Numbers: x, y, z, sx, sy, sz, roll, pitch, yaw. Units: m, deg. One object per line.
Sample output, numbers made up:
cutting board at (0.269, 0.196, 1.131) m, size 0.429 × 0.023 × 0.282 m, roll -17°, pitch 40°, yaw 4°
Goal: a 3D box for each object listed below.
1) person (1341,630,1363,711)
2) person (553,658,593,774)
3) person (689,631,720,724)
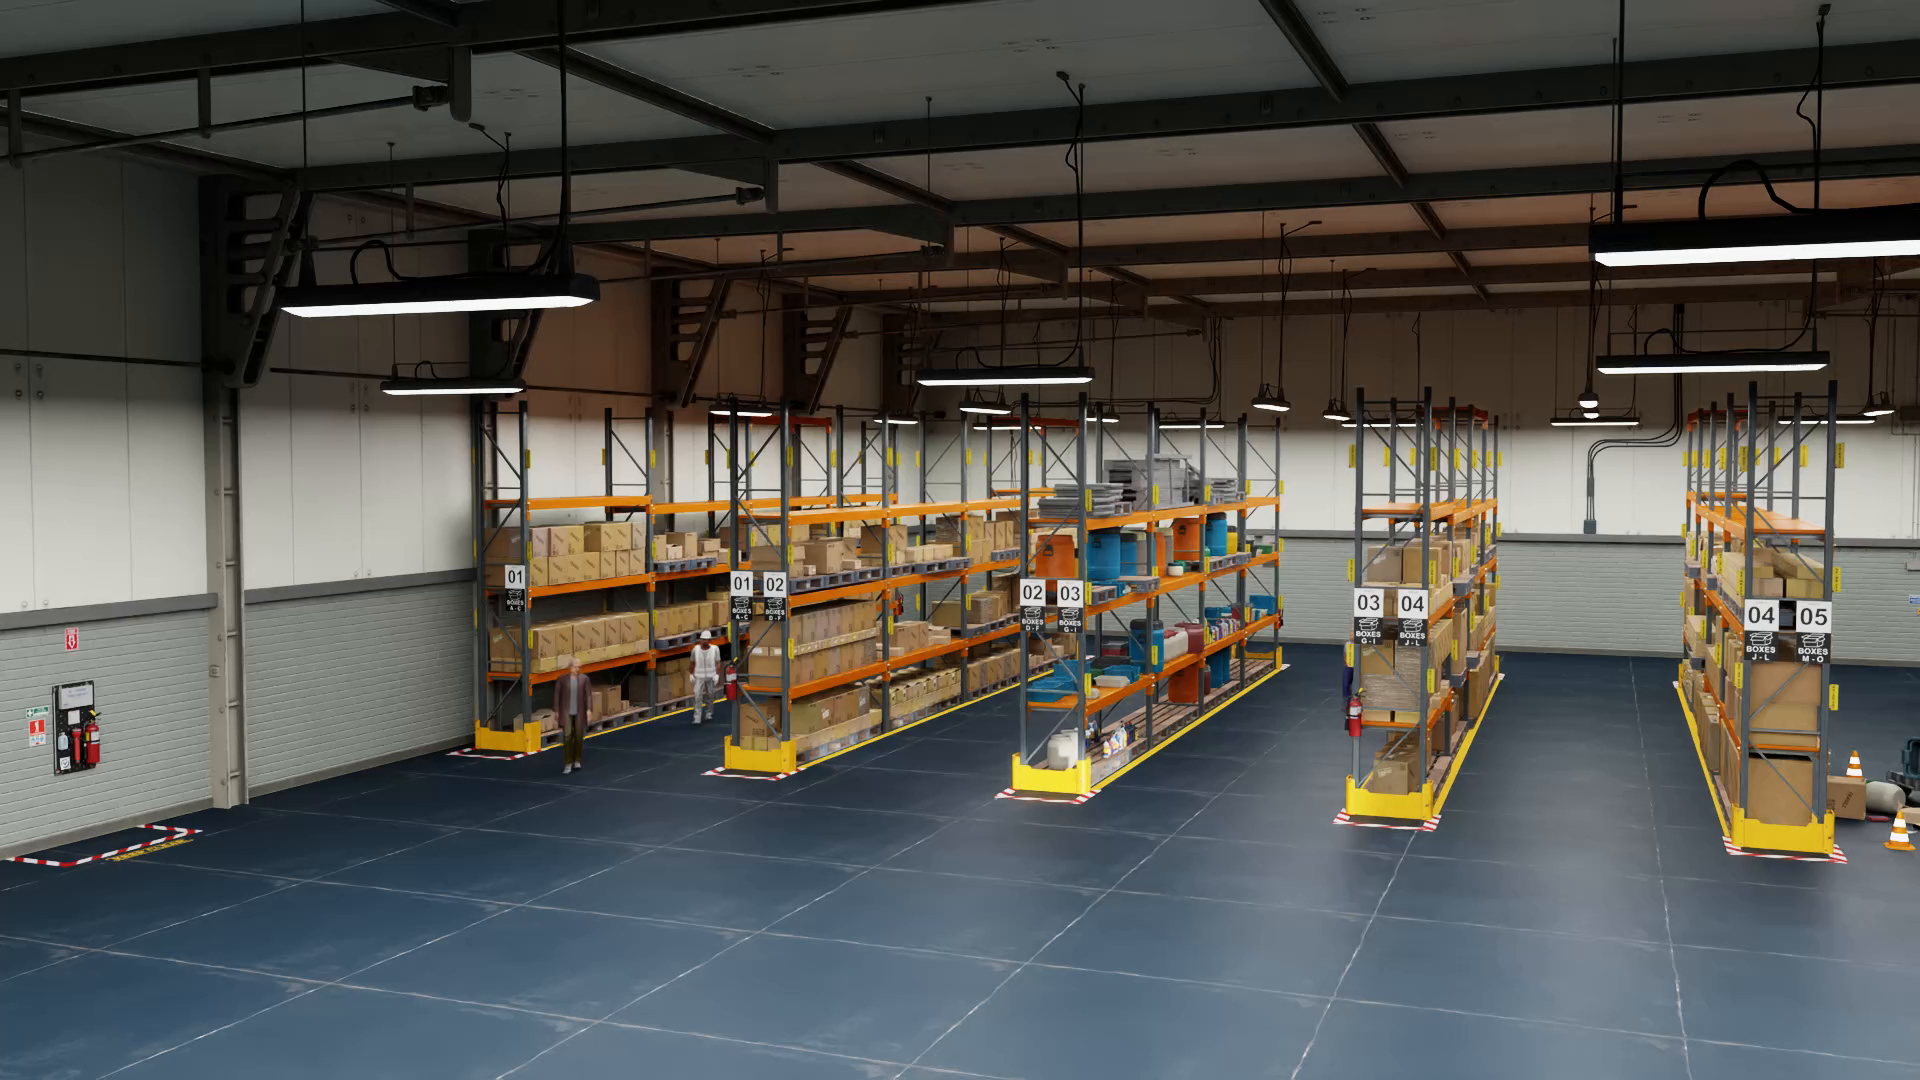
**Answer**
person at (7.814, 2.576, 32.977) m, size 0.501 × 1.596 × 0.940 m, roll 2°, pitch 3°, yaw 29°
person at (-6.217, 2.891, 26.772) m, size 0.611 × 1.729 × 0.647 m, roll -1°, pitch 3°, yaw -23°
person at (-4.811, 2.577, 31.409) m, size 0.574 × 1.721 × 1.031 m, roll -1°, pitch 3°, yaw -12°
